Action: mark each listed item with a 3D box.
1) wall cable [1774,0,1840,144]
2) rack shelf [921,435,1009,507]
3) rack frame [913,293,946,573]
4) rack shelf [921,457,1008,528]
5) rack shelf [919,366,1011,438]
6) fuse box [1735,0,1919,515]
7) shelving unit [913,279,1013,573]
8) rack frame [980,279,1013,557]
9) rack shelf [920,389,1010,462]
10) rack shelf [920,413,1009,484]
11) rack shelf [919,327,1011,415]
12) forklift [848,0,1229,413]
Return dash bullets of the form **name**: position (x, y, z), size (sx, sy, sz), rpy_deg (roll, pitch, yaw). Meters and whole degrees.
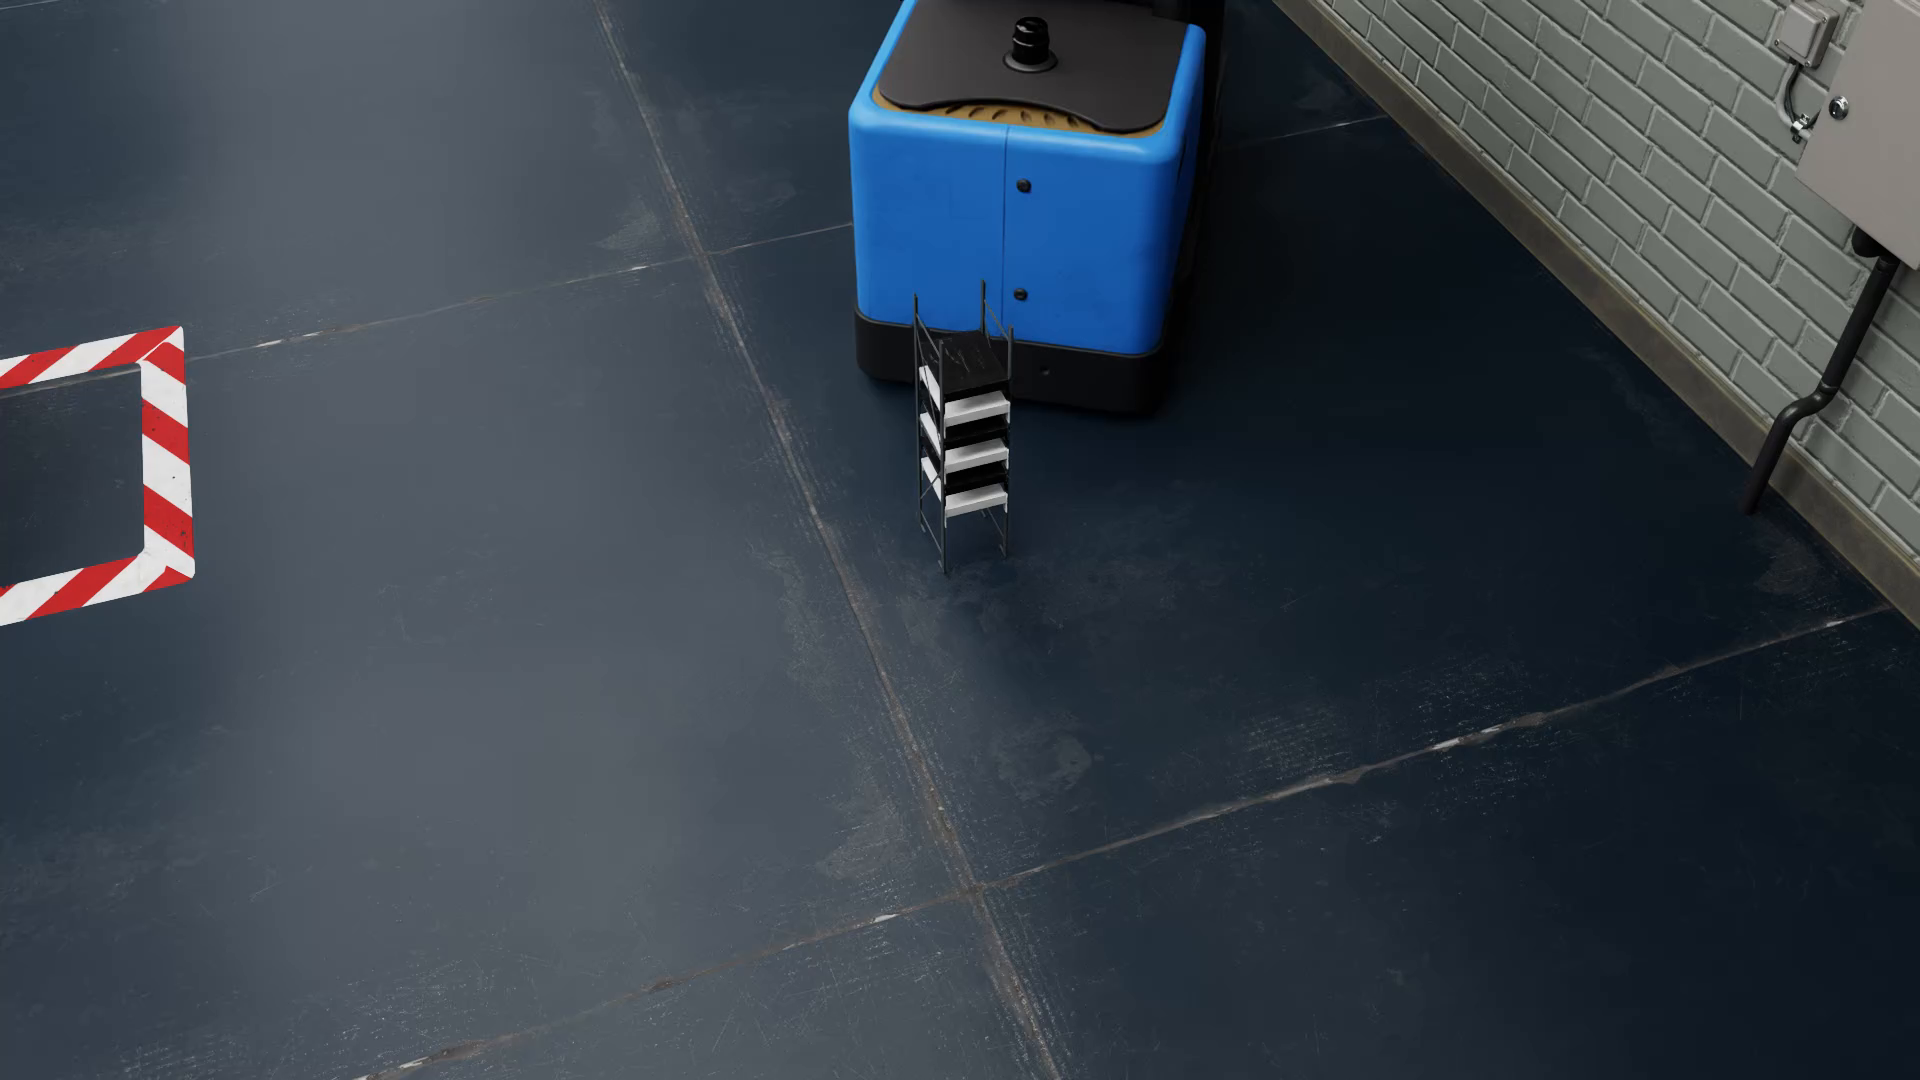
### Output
- **wall cable**: position (2.424, -1.985, 4.393), size (0.122, 1.984, 0.588), rpy_deg (-14, 47, -14)
- **rack shelf**: position (0.008, -0.233, 5.021), size (0.200, 0.077, 0.258), rpy_deg (-14, 47, -14)
- **rack frame**: position (-0.088, -0.295, 4.909), size (0.006, 0.900, 0.240), rpy_deg (-14, 47, -14)
- **rack shelf**: position (0.008, -0.169, 5.084), size (0.200, 0.077, 0.258), rpy_deg (-14, 47, -14)
- **rack shelf**: position (0.008, -0.423, 4.829), size (0.200, 0.077, 0.258), rpy_deg (-14, 47, -14)
- **fuse box**: position (2.508, -0.679, 4.718), size (0.414, 1.711, 0.539), rpy_deg (-14, 47, -14)
- **shelving unit**: position (0.008, -0.320, 4.933), size (0.210, 0.900, 0.258), rpy_deg (-14, 47, -14)
- **rack frame**: position (0.103, -0.344, 4.958), size (0.006, 0.900, 0.240), rpy_deg (-14, 47, -14)
- **rack shelf**: position (0.008, -0.360, 4.893), size (0.200, 0.077, 0.258), rpy_deg (-14, 47, -14)
- **rack shelf**: position (0.008, -0.296, 4.957), size (0.200, 0.077, 0.258), rpy_deg (-14, 47, -14)
- **rack shelf**: position (0.008, -0.487, 4.766), size (0.200, 0.077, 0.258), rpy_deg (-14, 47, -14)
- **forklift**: position (0.457, -2.521, 5.693), size (1.130, 2.935, 3.031), rpy_deg (9, 46, 9)
